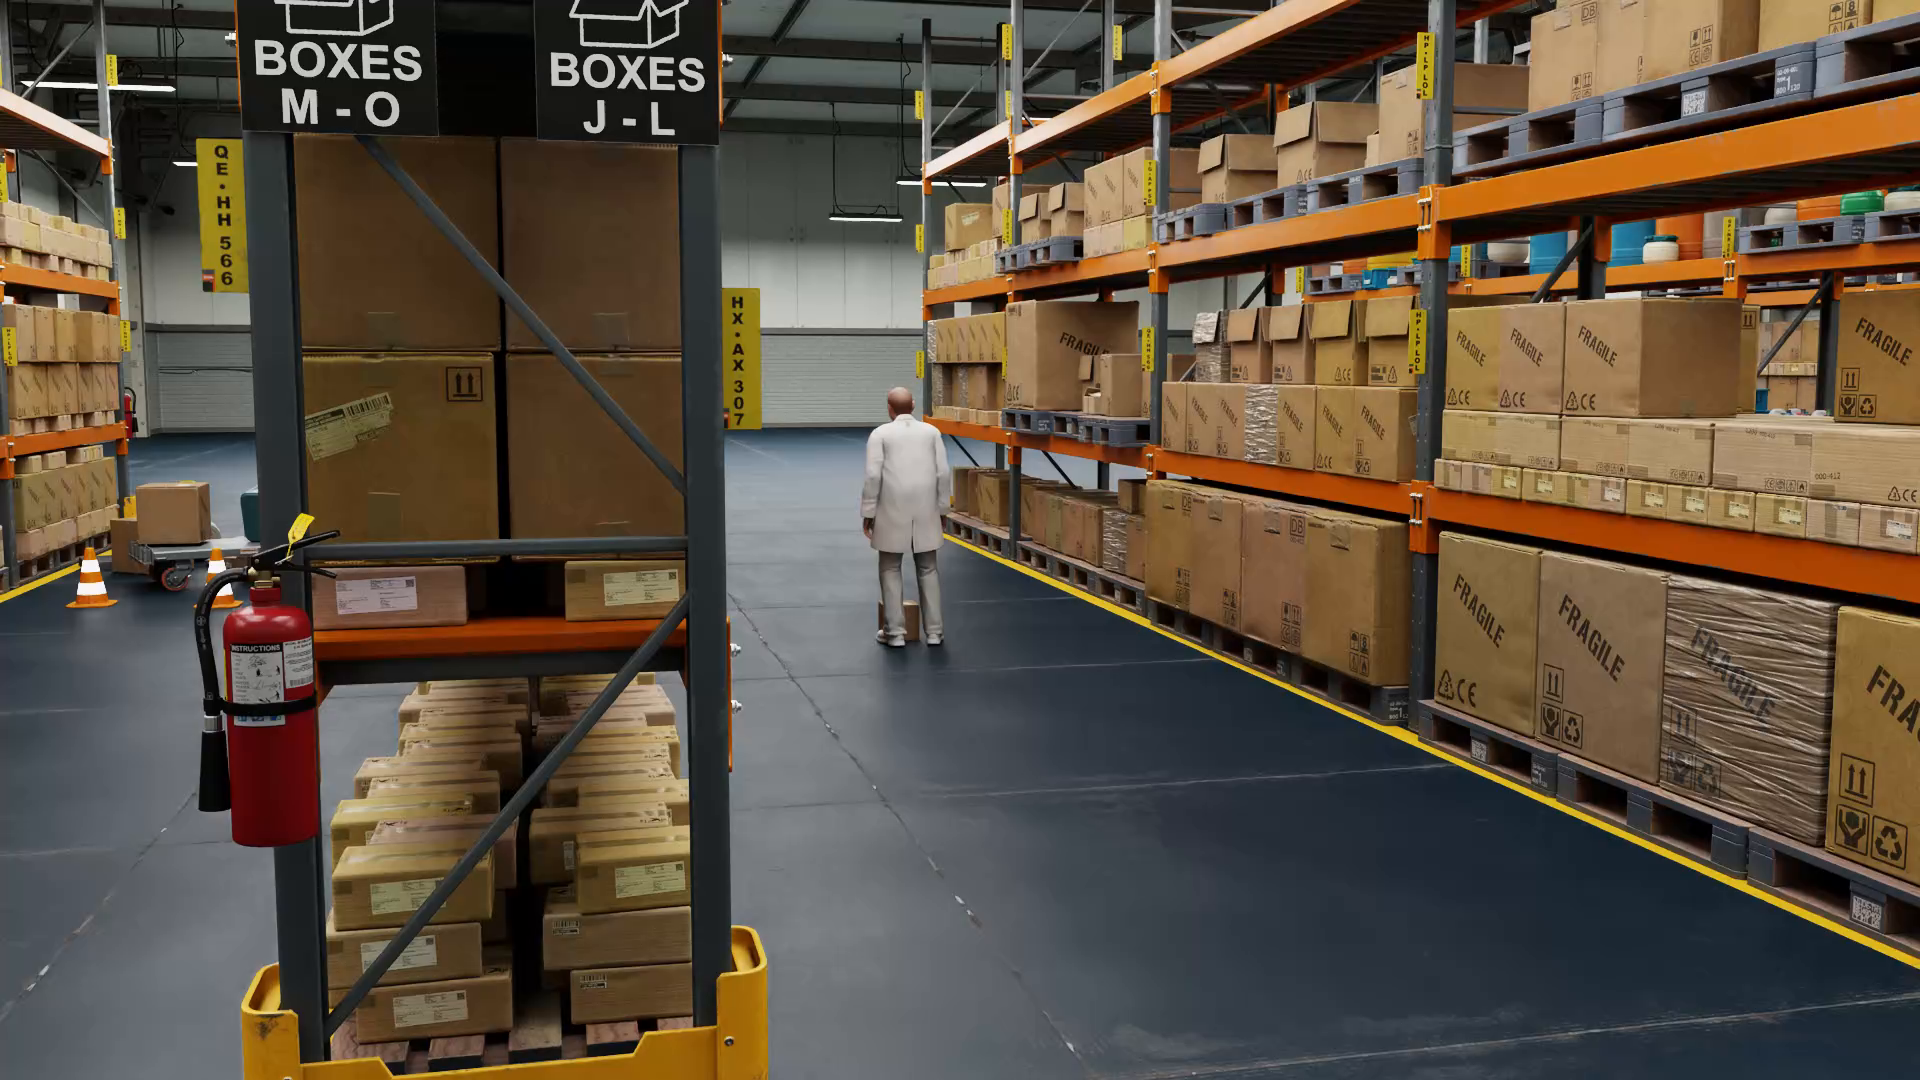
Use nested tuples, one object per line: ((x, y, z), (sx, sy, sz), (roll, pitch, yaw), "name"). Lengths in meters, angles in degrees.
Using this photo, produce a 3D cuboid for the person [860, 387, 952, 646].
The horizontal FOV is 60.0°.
((-0.367, -0.165, 11.456), (0.651, 1.774, 0.416), (-2, 6, -15), "person")
